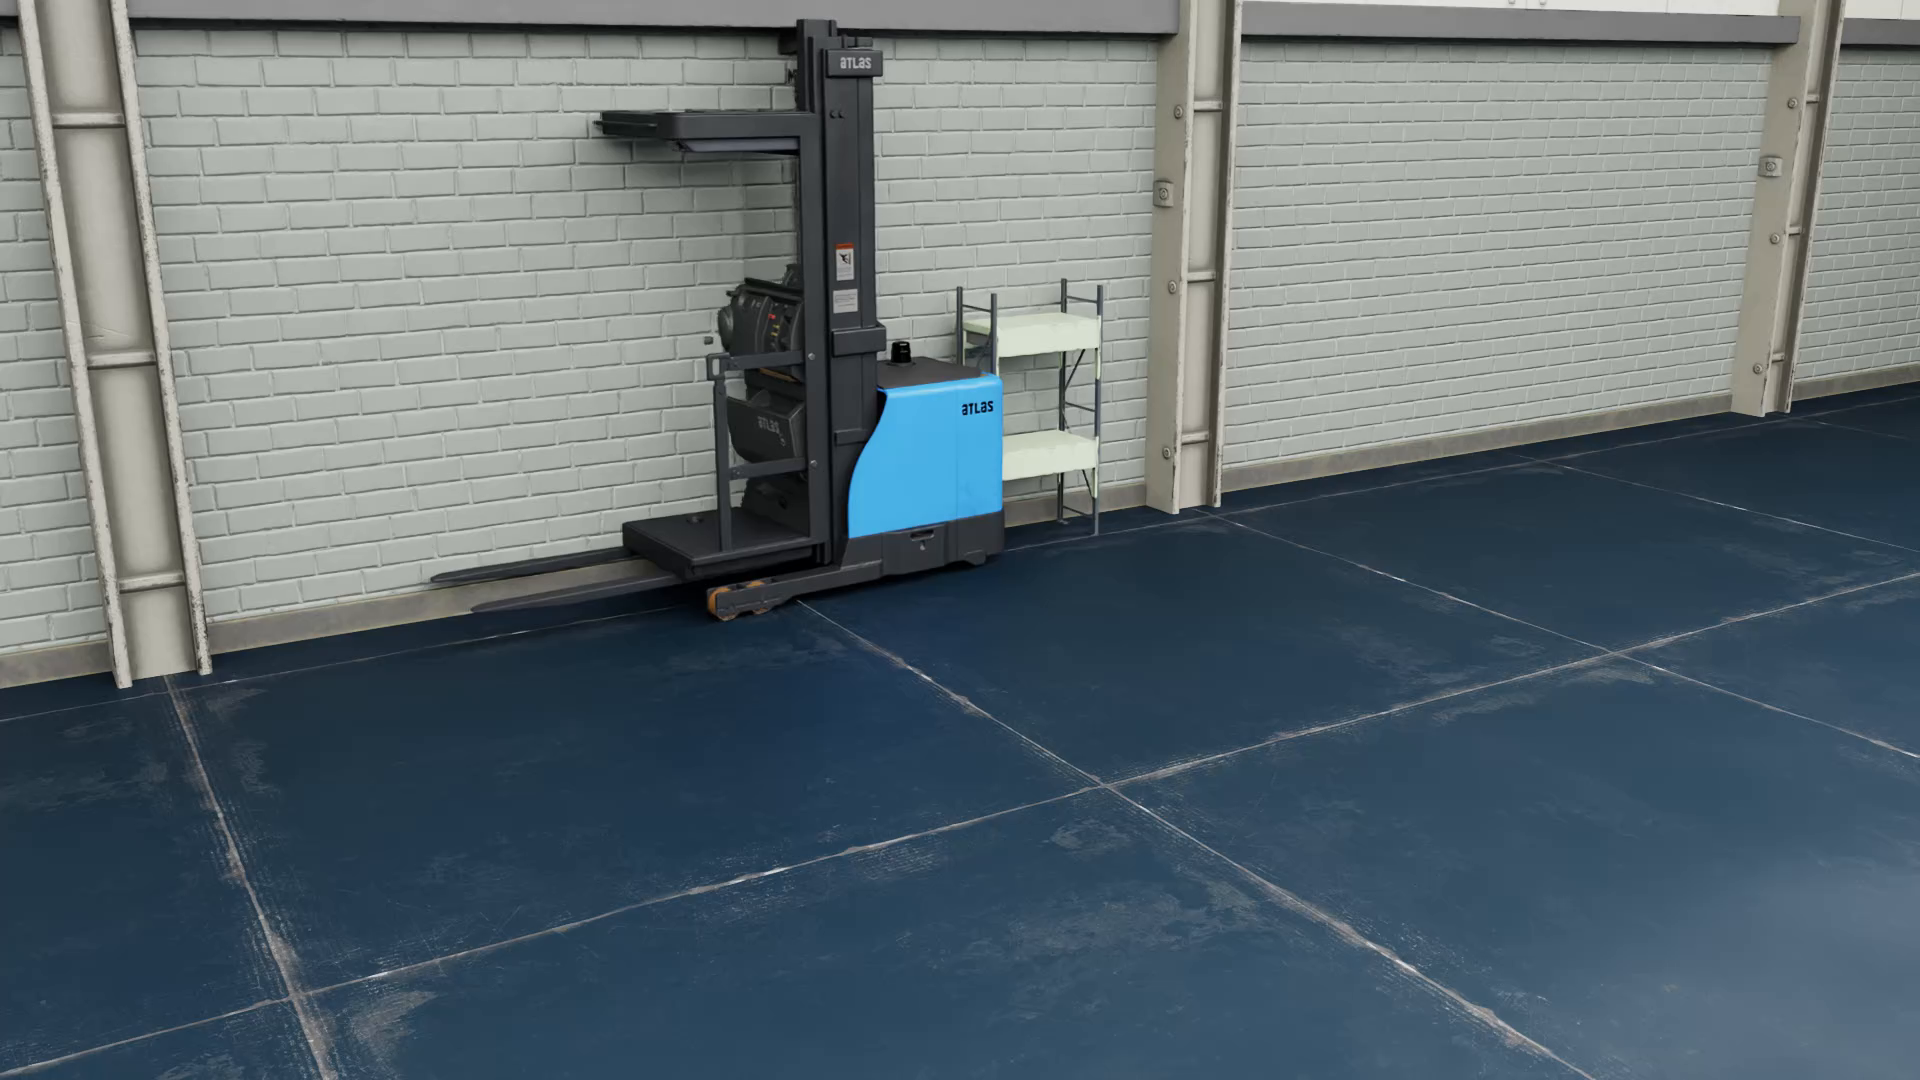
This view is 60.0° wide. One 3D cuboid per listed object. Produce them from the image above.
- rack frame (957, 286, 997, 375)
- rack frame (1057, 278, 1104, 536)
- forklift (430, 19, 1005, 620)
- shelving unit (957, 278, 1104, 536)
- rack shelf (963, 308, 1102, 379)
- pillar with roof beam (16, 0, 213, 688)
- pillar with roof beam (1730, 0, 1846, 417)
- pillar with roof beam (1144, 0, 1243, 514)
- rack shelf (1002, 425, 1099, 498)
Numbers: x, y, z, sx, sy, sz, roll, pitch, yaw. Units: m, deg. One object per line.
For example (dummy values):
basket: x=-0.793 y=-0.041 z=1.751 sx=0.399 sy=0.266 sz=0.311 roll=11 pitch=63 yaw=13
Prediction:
rack frame: x=0.093 y=-0.691 z=9.596 sx=0.023 sy=1.500 sz=0.400 roll=-9 pitch=18 yaw=-30
rack frame: x=0.717 y=-0.794 z=9.965 sx=0.023 sy=1.500 sz=0.400 roll=-9 pitch=18 yaw=-30
forklift: x=-1.248 y=-1.164 z=8.631 sx=3.031 sy=2.935 sz=1.130 roll=-11 pitch=19 yaw=-33
shelving unit: x=0.405 y=-0.743 z=9.781 sx=0.755 sy=1.500 sz=0.431 roll=-9 pitch=18 yaw=-30
rack shelf: x=0.405 y=-1.118 z=9.675 sx=0.720 sy=0.370 sz=0.431 roll=-9 pitch=18 yaw=-30
pillar with roof beam: x=-1.496 y=-2.728 z=2.970 sx=0.400 sy=9.000 sz=9.100 roll=-9 pitch=18 yaw=-30
pillar with roof beam: x=8.791 y=-4.396 z=8.921 sx=0.400 sy=9.000 sz=9.100 roll=-9 pitch=18 yaw=-30
pillar with roof beam: x=3.647 y=-3.562 z=5.946 sx=0.400 sy=9.000 sz=9.100 roll=-9 pitch=18 yaw=-30
rack shelf: x=0.405 y=-0.429 z=9.869 sx=0.720 sy=0.370 sz=0.431 roll=-9 pitch=18 yaw=-30
